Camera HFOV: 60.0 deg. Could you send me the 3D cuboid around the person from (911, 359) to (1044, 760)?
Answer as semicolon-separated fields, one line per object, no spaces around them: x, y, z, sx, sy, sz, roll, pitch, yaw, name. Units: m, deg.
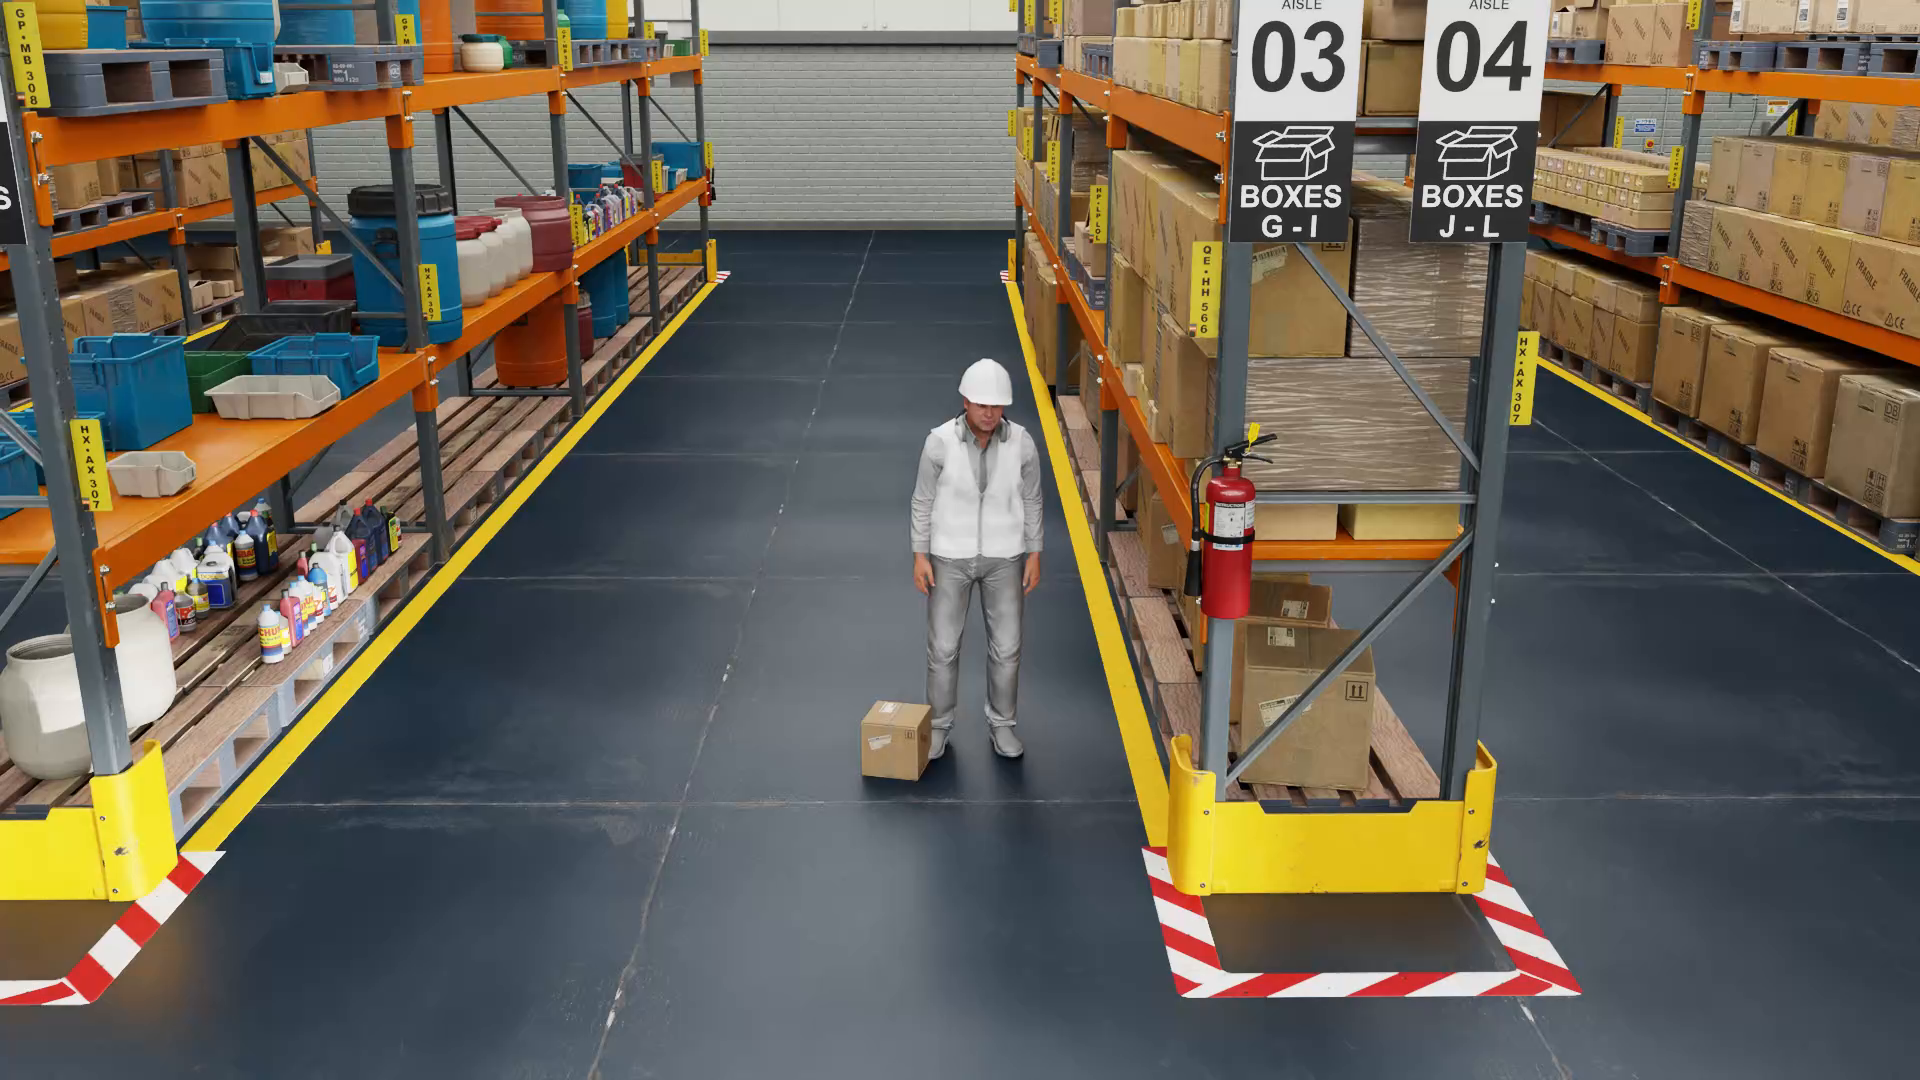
0.077;0.079;7.243;0.582;1.769;0.468;-2;17;-5;person
